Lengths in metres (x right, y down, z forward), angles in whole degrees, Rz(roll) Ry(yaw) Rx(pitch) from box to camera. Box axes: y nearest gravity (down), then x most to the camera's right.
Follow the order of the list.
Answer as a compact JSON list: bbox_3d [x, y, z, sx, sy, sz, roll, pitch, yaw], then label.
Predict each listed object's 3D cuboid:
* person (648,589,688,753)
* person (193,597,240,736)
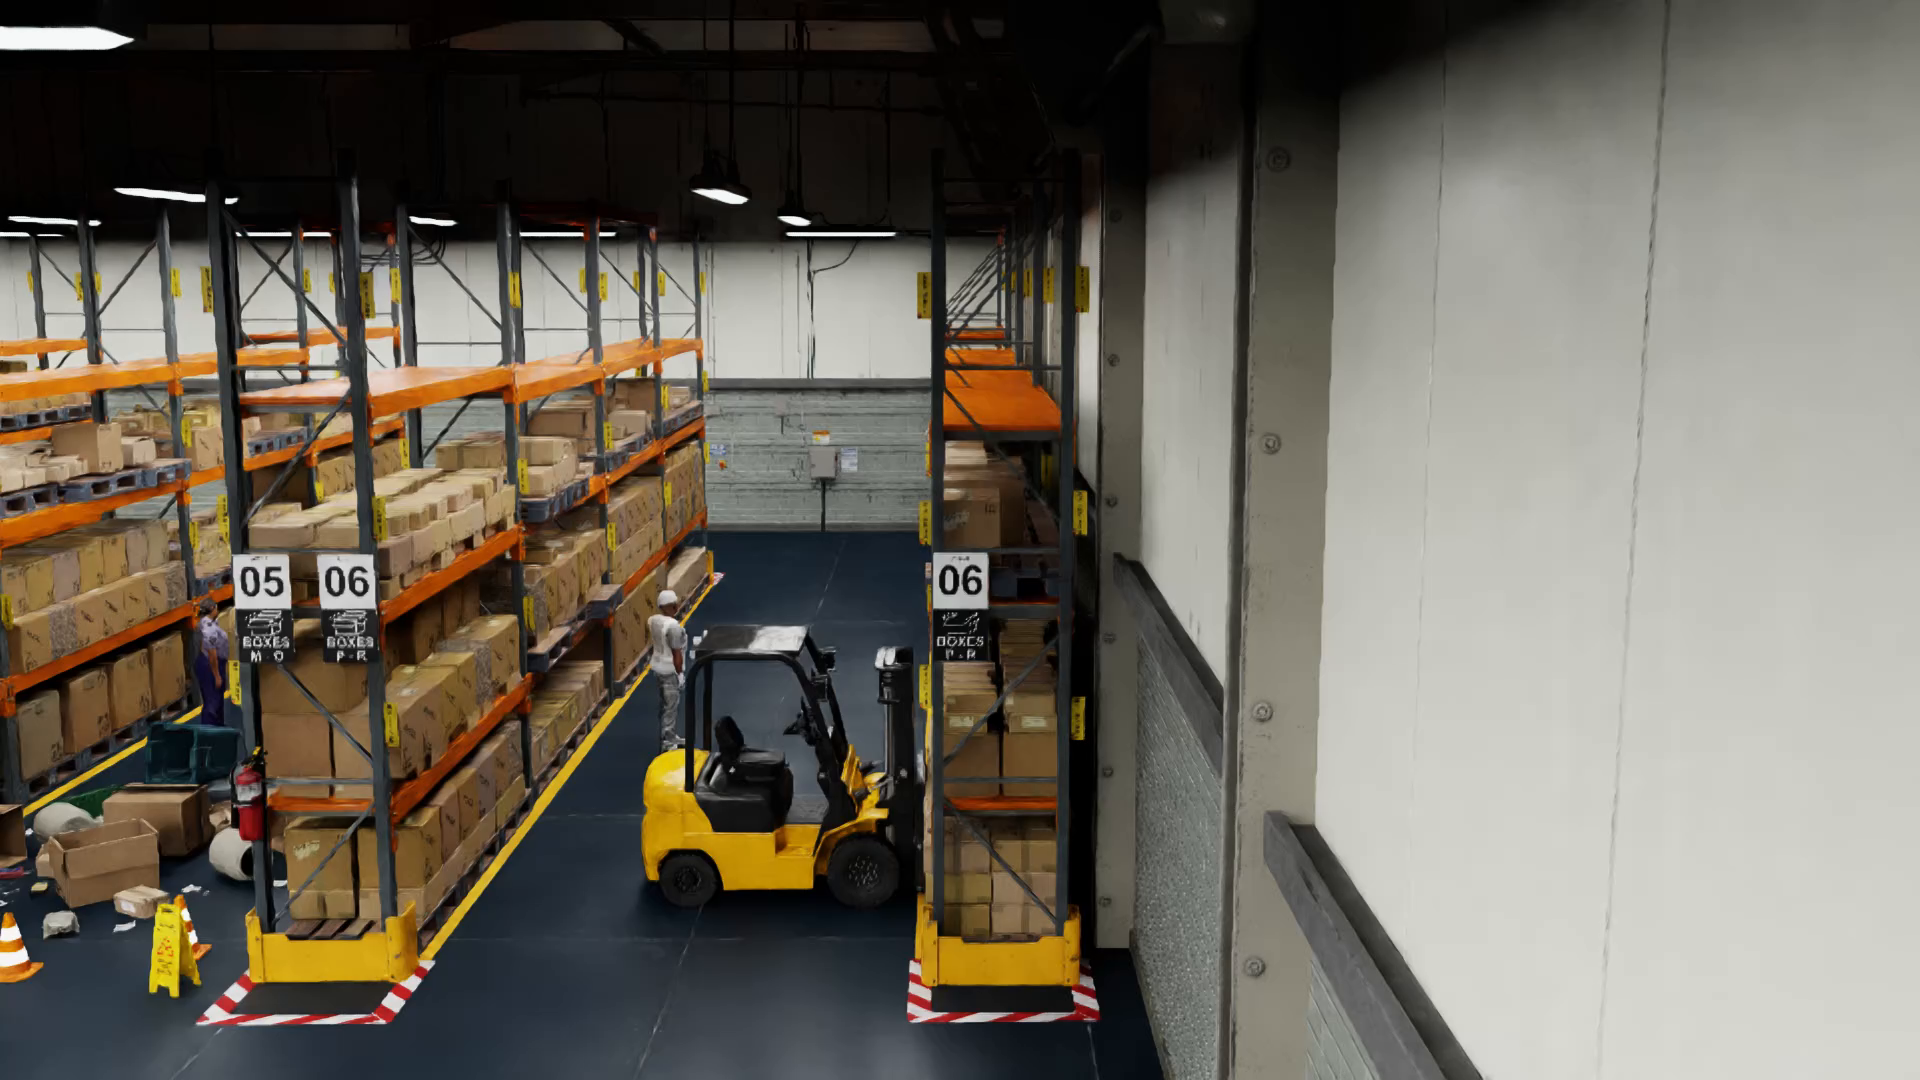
[{"bbox_3d":[-3.099,1.409,17.971,0.457,1.783,0.618,-6,11,-32],"label":"person"},{"bbox_3d":[-8.180,1.445,18.275,0.430,1.636,0.530,-5,11,-30],"label":"person"}]
